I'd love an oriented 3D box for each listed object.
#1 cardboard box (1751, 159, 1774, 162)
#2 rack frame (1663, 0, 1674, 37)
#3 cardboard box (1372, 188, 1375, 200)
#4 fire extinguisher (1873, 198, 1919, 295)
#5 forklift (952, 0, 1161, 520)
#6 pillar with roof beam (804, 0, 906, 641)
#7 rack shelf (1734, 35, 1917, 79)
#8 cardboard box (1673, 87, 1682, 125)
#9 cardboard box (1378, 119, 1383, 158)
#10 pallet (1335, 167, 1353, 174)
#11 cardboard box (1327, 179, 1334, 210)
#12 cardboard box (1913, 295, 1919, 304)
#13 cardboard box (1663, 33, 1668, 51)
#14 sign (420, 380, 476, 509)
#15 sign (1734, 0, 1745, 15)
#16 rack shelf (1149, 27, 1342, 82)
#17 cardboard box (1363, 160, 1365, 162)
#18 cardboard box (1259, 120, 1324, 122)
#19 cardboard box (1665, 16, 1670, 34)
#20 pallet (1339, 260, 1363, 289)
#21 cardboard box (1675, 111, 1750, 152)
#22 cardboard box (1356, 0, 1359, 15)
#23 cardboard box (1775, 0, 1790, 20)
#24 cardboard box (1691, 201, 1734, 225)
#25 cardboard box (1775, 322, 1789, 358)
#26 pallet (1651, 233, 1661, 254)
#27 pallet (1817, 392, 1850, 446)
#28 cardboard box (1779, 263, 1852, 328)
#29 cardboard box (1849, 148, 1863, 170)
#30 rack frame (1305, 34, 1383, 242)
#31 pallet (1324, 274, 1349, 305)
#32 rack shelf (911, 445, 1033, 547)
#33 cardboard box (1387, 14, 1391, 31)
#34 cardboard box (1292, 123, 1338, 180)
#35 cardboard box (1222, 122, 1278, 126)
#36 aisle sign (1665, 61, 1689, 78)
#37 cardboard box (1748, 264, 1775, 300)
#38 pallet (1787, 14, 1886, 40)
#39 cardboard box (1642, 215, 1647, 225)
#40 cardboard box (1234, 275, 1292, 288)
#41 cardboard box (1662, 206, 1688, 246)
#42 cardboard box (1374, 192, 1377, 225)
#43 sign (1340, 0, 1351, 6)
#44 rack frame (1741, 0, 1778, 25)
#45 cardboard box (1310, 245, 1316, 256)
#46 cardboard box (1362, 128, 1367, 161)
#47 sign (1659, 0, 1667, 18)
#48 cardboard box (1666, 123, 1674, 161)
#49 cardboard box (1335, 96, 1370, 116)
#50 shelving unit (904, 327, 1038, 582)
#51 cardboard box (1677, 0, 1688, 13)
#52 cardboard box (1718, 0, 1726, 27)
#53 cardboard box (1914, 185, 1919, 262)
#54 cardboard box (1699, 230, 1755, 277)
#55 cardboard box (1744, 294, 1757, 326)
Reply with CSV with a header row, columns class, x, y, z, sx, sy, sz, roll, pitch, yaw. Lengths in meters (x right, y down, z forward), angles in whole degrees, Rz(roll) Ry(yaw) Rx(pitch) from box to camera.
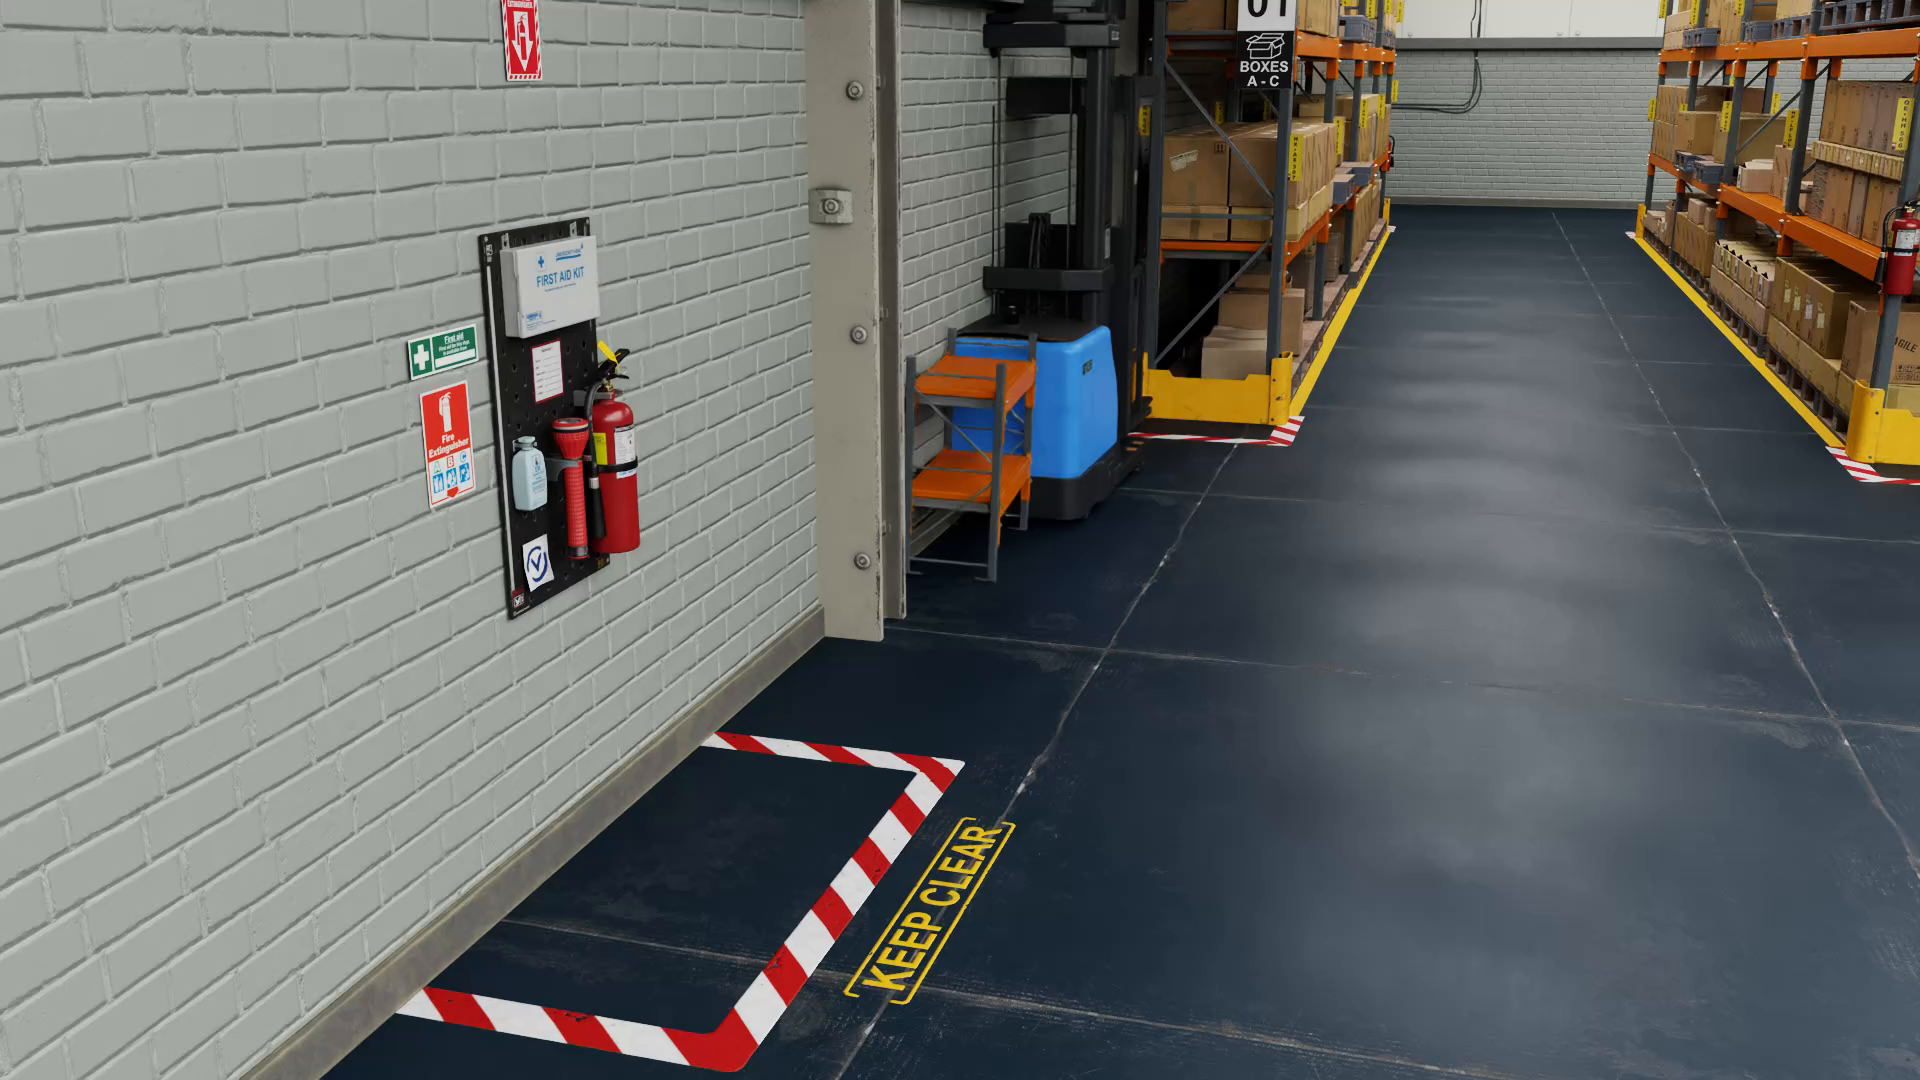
class,x,y,z,sx,sy,sz,roll,pitch,yaw
cardboard box,8.752,-3.933,17.861,0.500,0.311,0.500,6,17,19
rack frame,11.171,-9.047,24.733,1.000,3.000,0.127,5,16,16
cardboard box,5.867,-5.072,24.336,0.380,0.149,0.250,5,17,18
fire extinguisher,6.145,-1.942,10.822,0.296,0.674,0.183,5,16,16
forklift,0.628,-1.883,10.596,1.130,2.935,3.031,5,17,17
pillar with roof beam,3.666,-3.590,5.497,9.100,9.000,0.400,5,16,16
rack shelf,8.329,-4.641,16.017,1.077,0.370,4.000,5,16,16
cardboard box,10.073,-5.930,22.723,0.500,0.500,0.500,4,16,15
cardboard box,5.666,-5.973,24.340,0.980,0.700,0.700,4,16,14
pallet,3.624,-3.837,17.713,1.003,0.211,1.213,5,16,16
cardboard box,3.166,-3.194,15.332,0.500,0.250,0.500,5,16,16
cardboard box,7.130,-1.469,11.905,0.500,0.500,0.500,5,16,16
cardboard box,10.781,-7.417,24.759,0.500,0.250,0.500,5,16,16
sign,-1.457,-0.275,4.737,0.001,0.329,0.234,5,16,16
sign,8.378,-5.802,17.843,0.100,0.325,0.005,5,16,16
rack shelf,2.442,-3.978,13.678,1.077,0.370,4.000,5,16,16
cardboard box,5.142,-5.011,21.923,0.380,0.149,0.250,5,16,16
cardboard box,3.511,-4.115,17.350,0.700,0.500,0.500,7,17,24
cardboard box,10.776,-7.658,24.692,0.500,0.250,0.500,5,16,16
pallet,4.444,-3.310,20.611,1.003,0.211,1.213,5,16,16
cardboard box,9.685,-5.258,21.416,0.700,0.500,0.500,-1,16,-3
cardboard box,4.832,-6.828,21.417,0.700,0.500,0.500,4,16,15
cardboard box,8.823,-5.517,17.293,0.500,0.250,0.500,3,16,12
cardboard box,9.237,-3.983,20.276,0.500,0.250,0.500,4,16,15
cardboard box,7.192,-1.672,13.997,0.500,0.250,0.500,5,16,16
pallet,10.575,-4.272,24.005,1.003,0.211,1.213,5,16,16
pallet,6.801,-0.836,11.891,1.003,0.211,1.213,5,16,16
cardboard box,7.194,-2.033,13.893,0.500,0.500,0.500,5,16,16
cardboard box,7.062,-2.920,12.756,0.380,0.149,0.250,4,16,15
rack frame,5.284,-5.497,23.213,1.000,3.000,0.127,5,16,16
pallet,3.924,-2.905,19.184,1.003,0.211,1.213,5,16,16
rack shelf,0.050,-0.251,8.971,0.538,0.278,1.000,5,16,10
cardboard box,5.892,-7.411,23.785,0.500,0.250,0.500,4,16,15
cardboard box,3.173,-3.555,15.229,0.500,0.500,0.500,5,16,16
cardboard box,2.677,-3.596,15.373,0.500,0.500,0.500,4,16,15
aisle sign,10.909,-7.452,25.340,0.394,0.787,0.004,5,16,16
cardboard box,7.743,-2.435,15.658,0.500,0.311,0.500,5,17,17
pallet,7.999,-4.604,14.917,0.805,0.209,1.217,4,16,14
cardboard box,10.723,-4.918,25.589,0.380,0.149,0.250,5,16,16
cardboard box,2.754,-2.139,15.147,0.500,0.500,0.500,3,16,12
cardboard box,9.924,-4.294,22.746,0.500,0.500,0.500,5,16,16
cardboard box,6.033,-5.090,25.588,0.700,0.500,0.500,4,16,14
sign,3.533,-5.056,15.213,0.100,0.325,0.005,5,16,16
rack frame,8.898,-6.954,17.354,1.000,3.000,0.127,5,16,16
cardboard box,3.486,-2.877,17.749,0.700,0.500,0.500,5,17,17
cardboard box,4.688,-4.895,20.325,0.500,0.500,0.500,5,17,18
sign,10.651,-8.066,25.172,0.100,0.325,0.005,5,16,16
cardboard box,10.219,-5.582,23.330,0.500,0.500,0.500,5,17,17
cardboard box,4.814,-5.383,20.671,0.500,0.250,0.500,5,17,16
shelving unit,0.059,-0.486,8.903,0.538,1.125,1.048,5,16,10
cardboard box,10.818,-7.873,24.076,0.700,0.500,0.500,5,16,16
cardboard box,9.653,-6.553,20.301,0.600,0.600,0.600,4,16,15
cardboard box,6.769,-2.144,11.207,0.700,0.500,0.500,5,16,16
cardboard box,8.938,-3.339,19.381,0.500,0.500,0.500,5,17,18
cardboard box,7.746,-2.163,15.729,0.500,0.250,0.500,4,16,15
